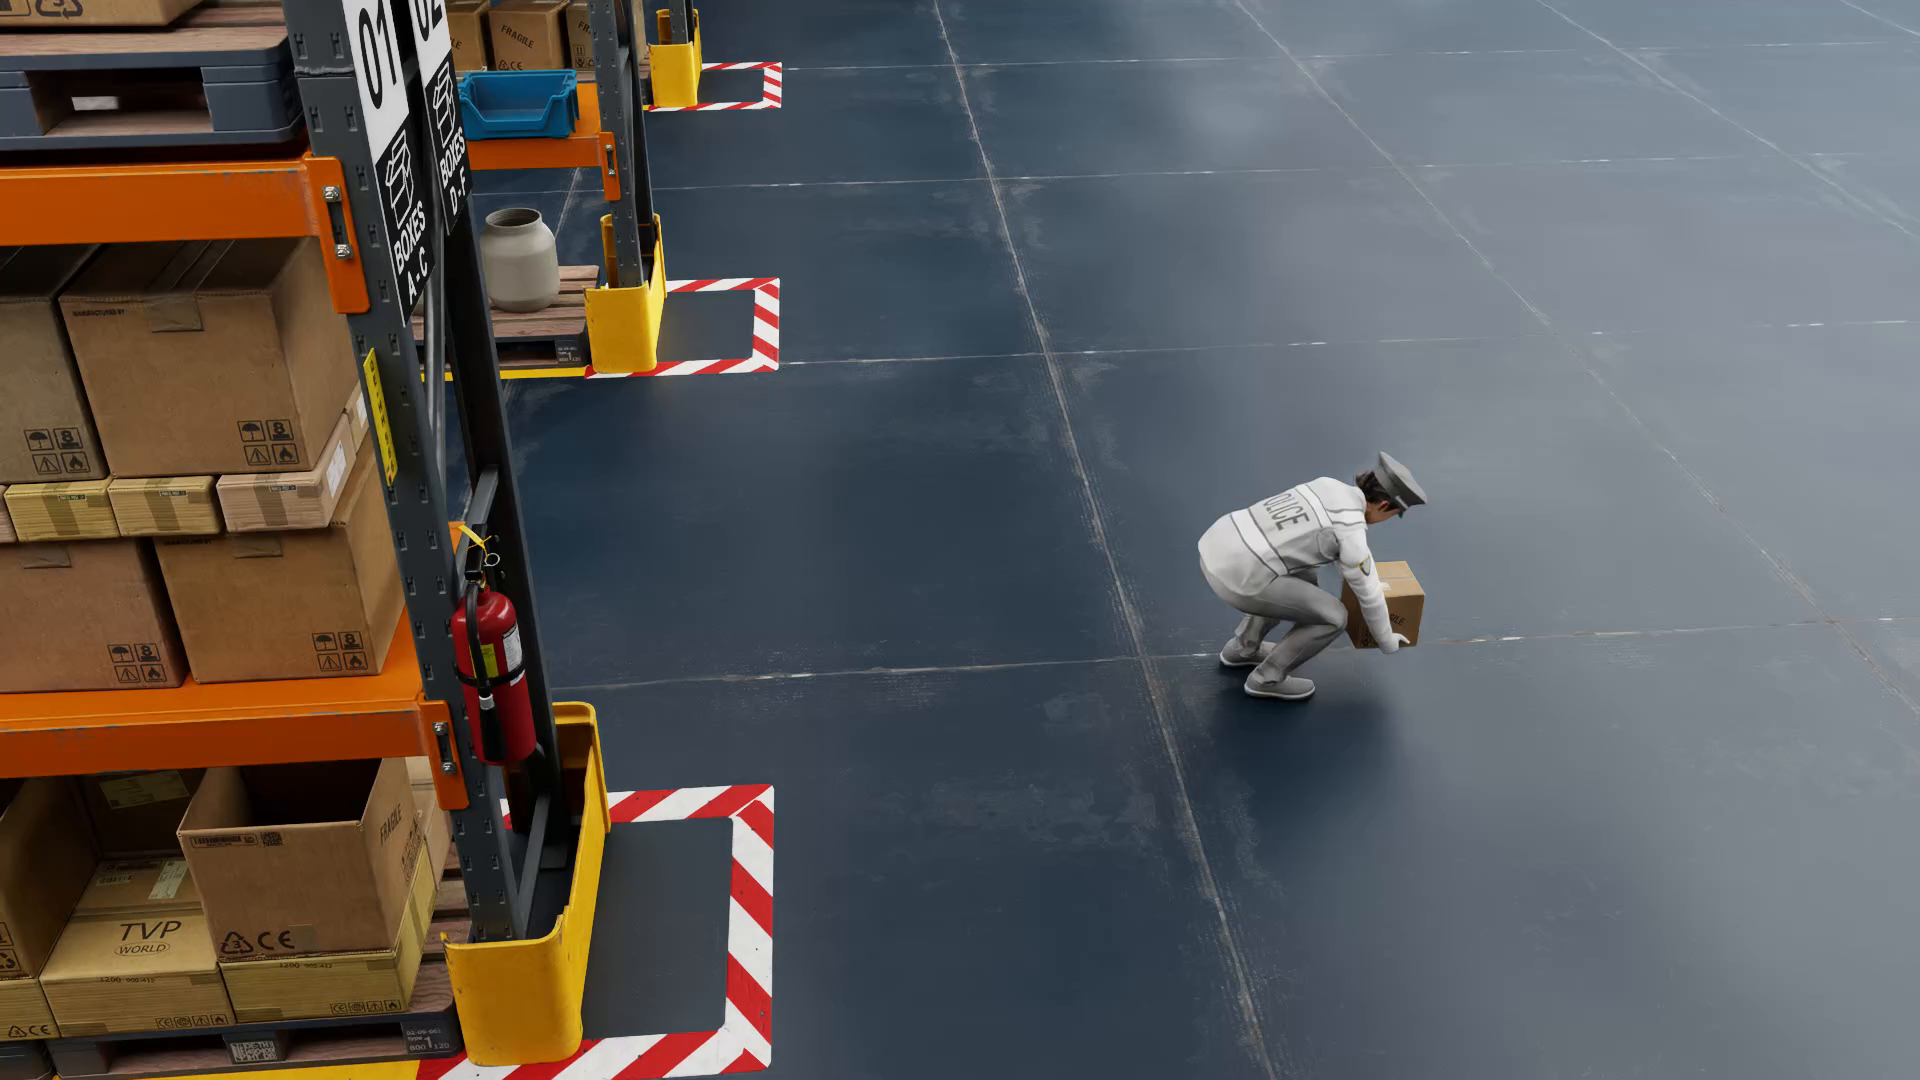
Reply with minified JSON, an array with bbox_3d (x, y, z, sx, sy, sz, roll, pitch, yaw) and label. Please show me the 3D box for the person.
[{"bbox_3d":[1.375,0.138,6.571,0.883,0.982,0.454,-4,31,-6],"label":"person"}]
